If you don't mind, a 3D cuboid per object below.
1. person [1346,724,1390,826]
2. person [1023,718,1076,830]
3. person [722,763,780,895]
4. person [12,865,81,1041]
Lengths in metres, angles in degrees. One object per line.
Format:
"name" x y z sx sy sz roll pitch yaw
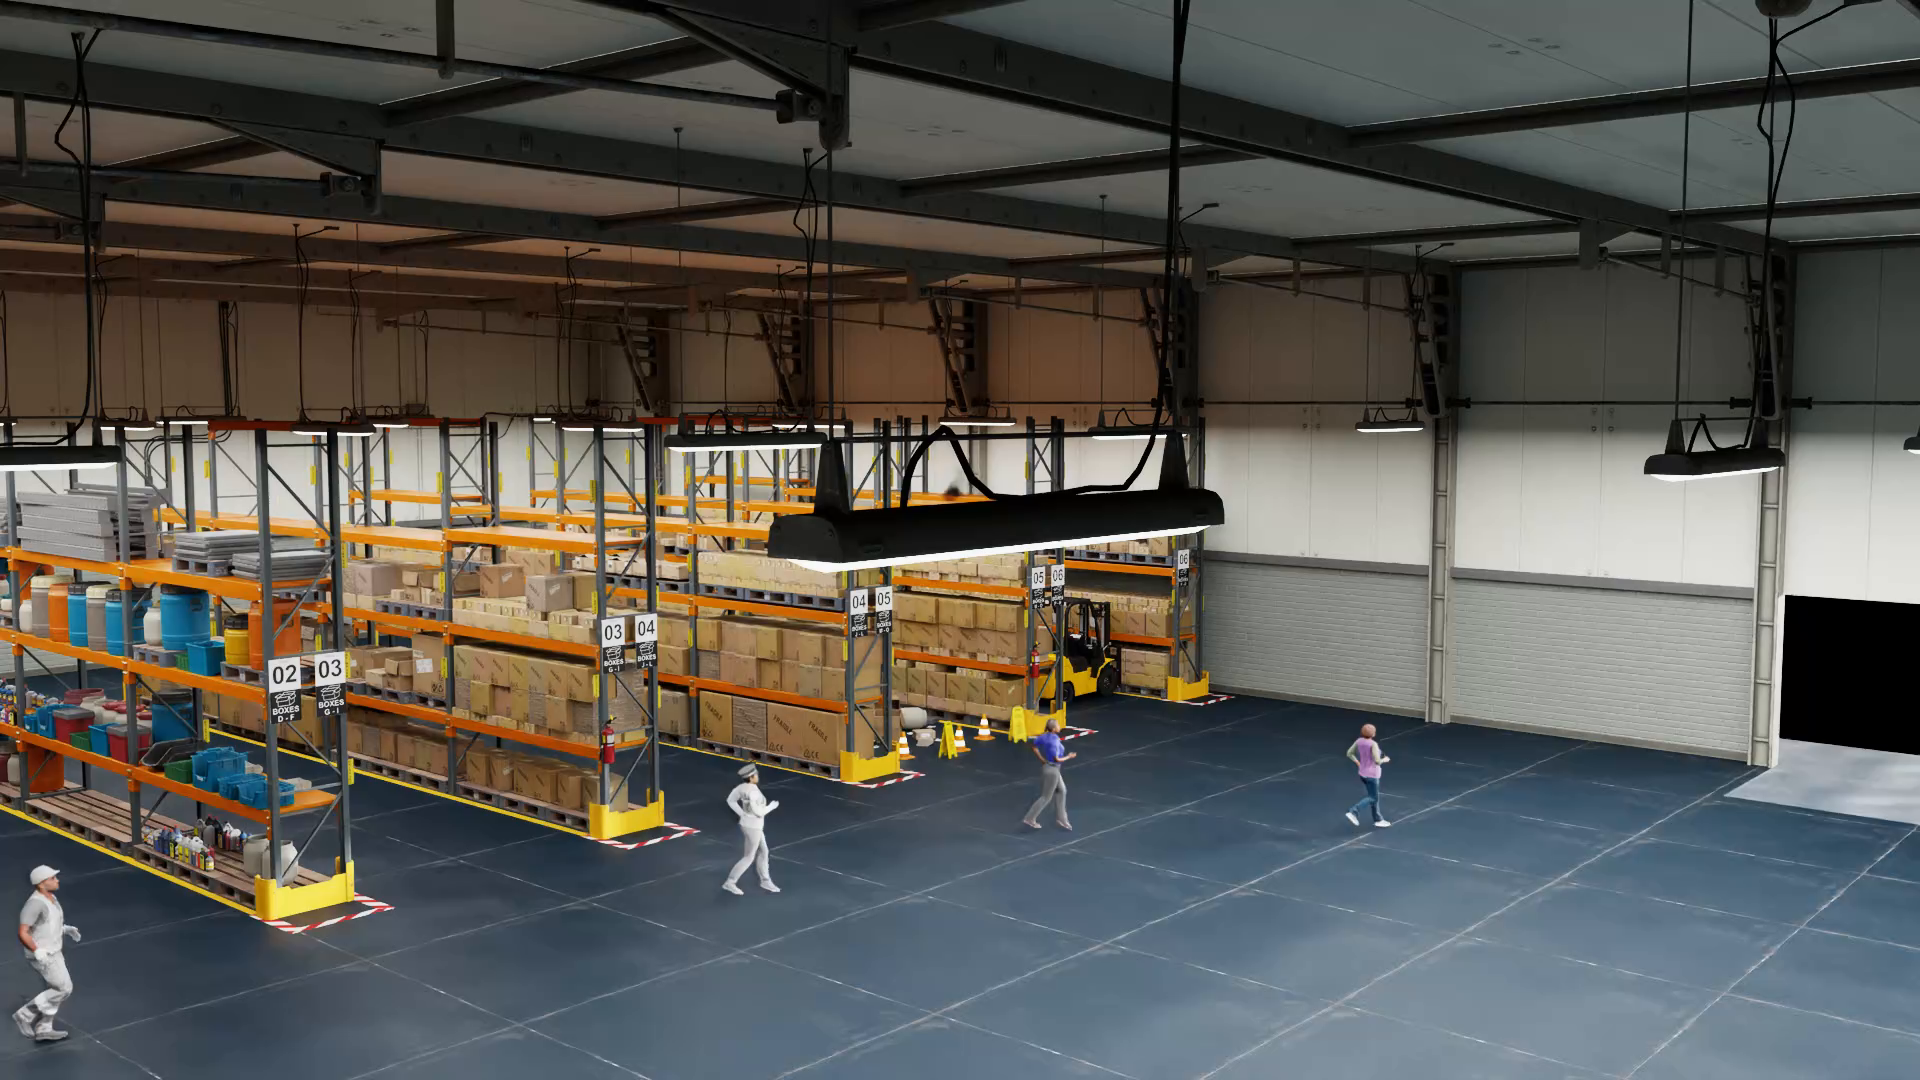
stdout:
"person" 6.020 3.481 24.500 0.867 1.574 0.541 -2 5 -25
"person" 1.310 3.474 24.479 0.794 1.716 0.564 -1 5 -9
"person" -2.668 3.704 21.233 0.785 1.730 0.600 -2 5 -21
"person" -9.069 4.088 16.488 0.590 1.751 0.673 -2 5 -18
